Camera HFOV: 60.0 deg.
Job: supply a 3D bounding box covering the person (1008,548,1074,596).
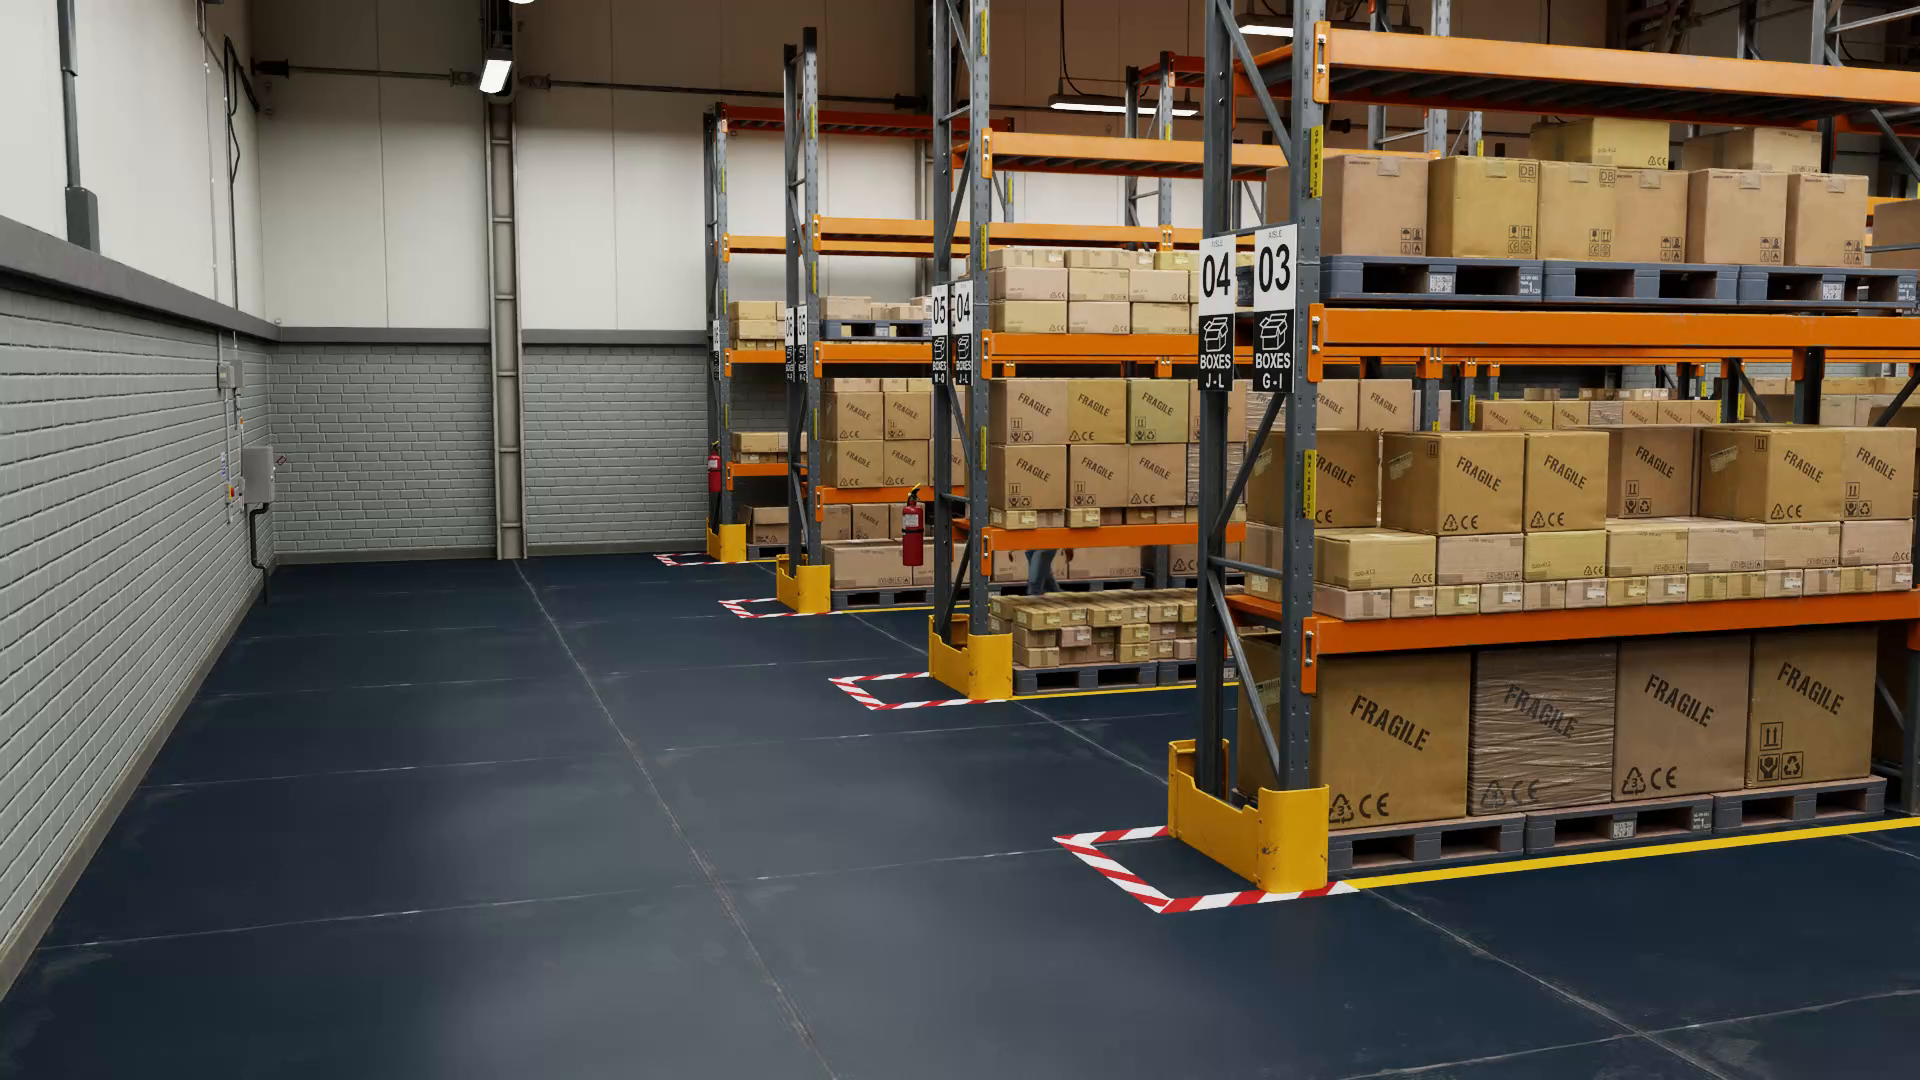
[{"bbox_3d":[0.716,0.034,15.847,0.879,1.734,0.605,-5,7,-39],"label":"person"}]
